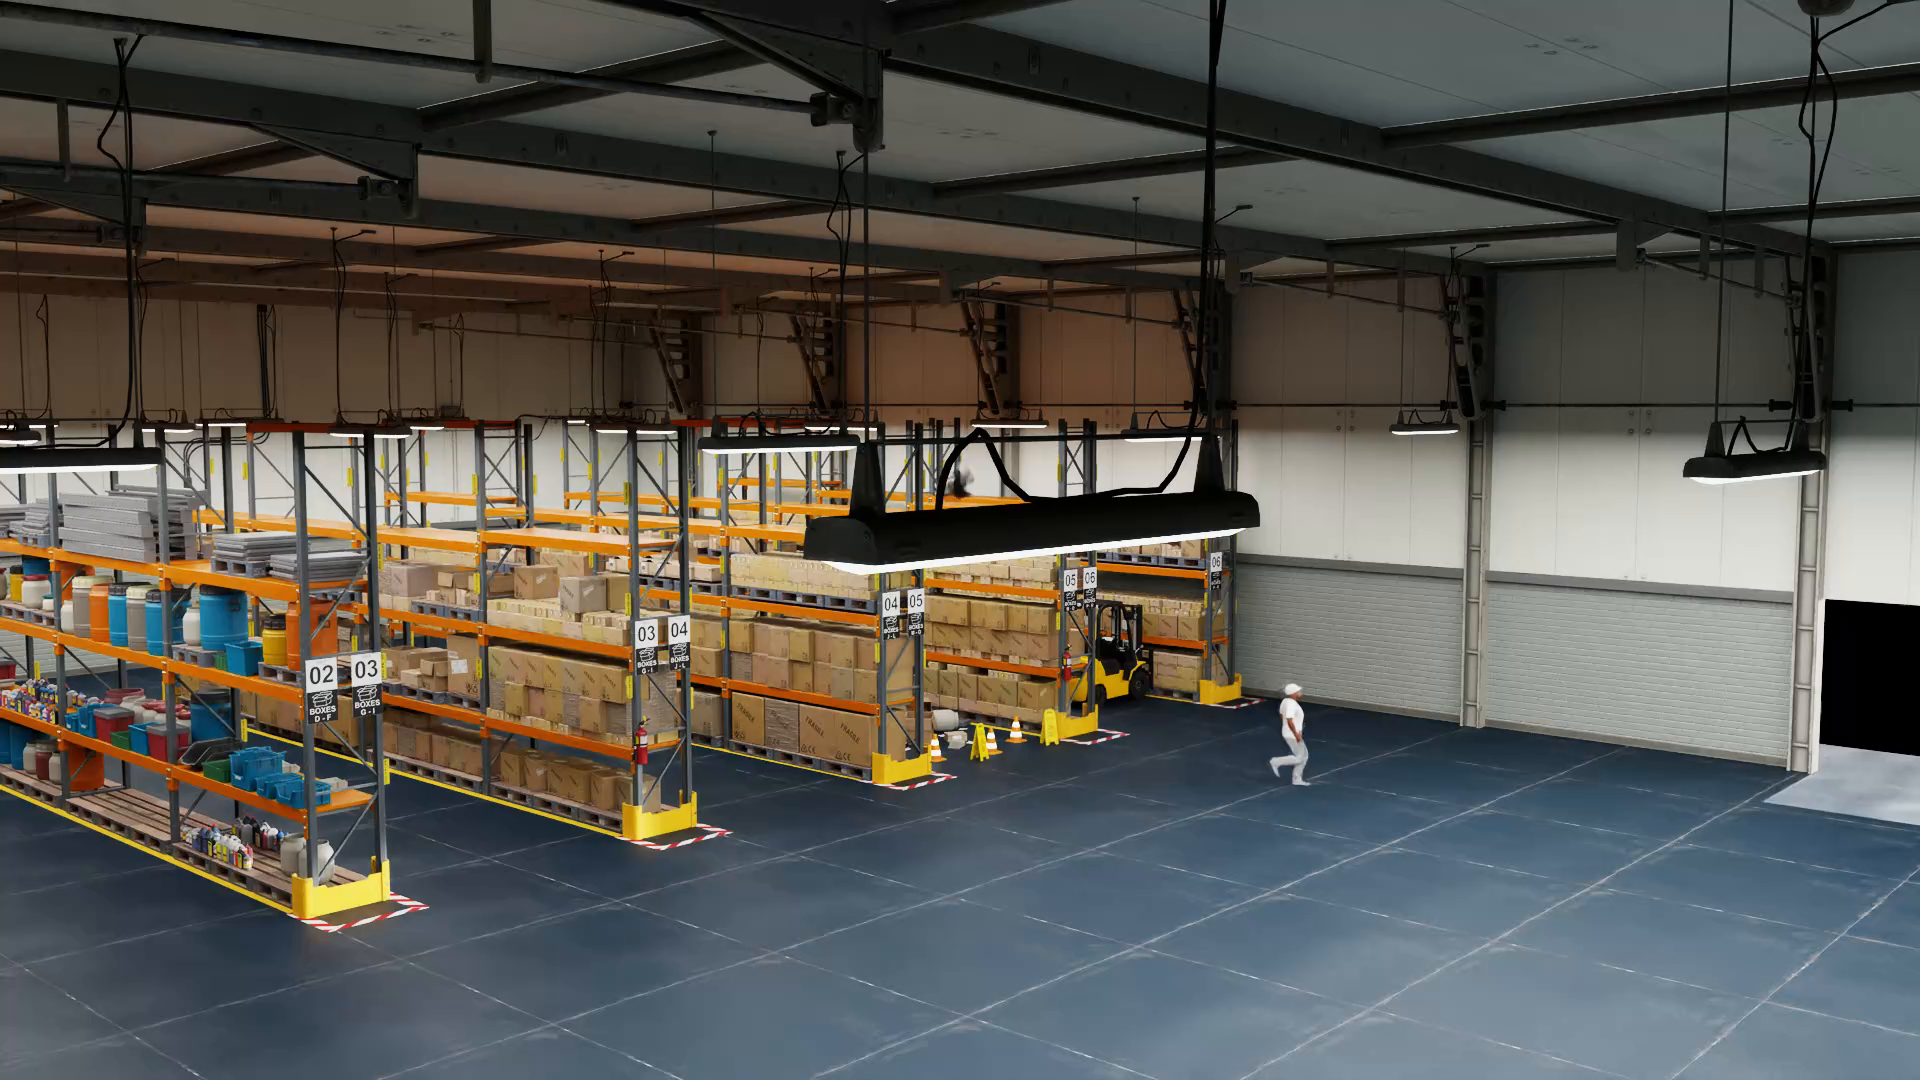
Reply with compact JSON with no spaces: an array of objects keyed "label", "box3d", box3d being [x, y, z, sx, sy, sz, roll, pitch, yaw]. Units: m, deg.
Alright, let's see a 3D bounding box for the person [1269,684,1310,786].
[{"label":"person","box3d":[5.473,3.233,27.589,0.702,1.713,0.701,0,5,3]}]
